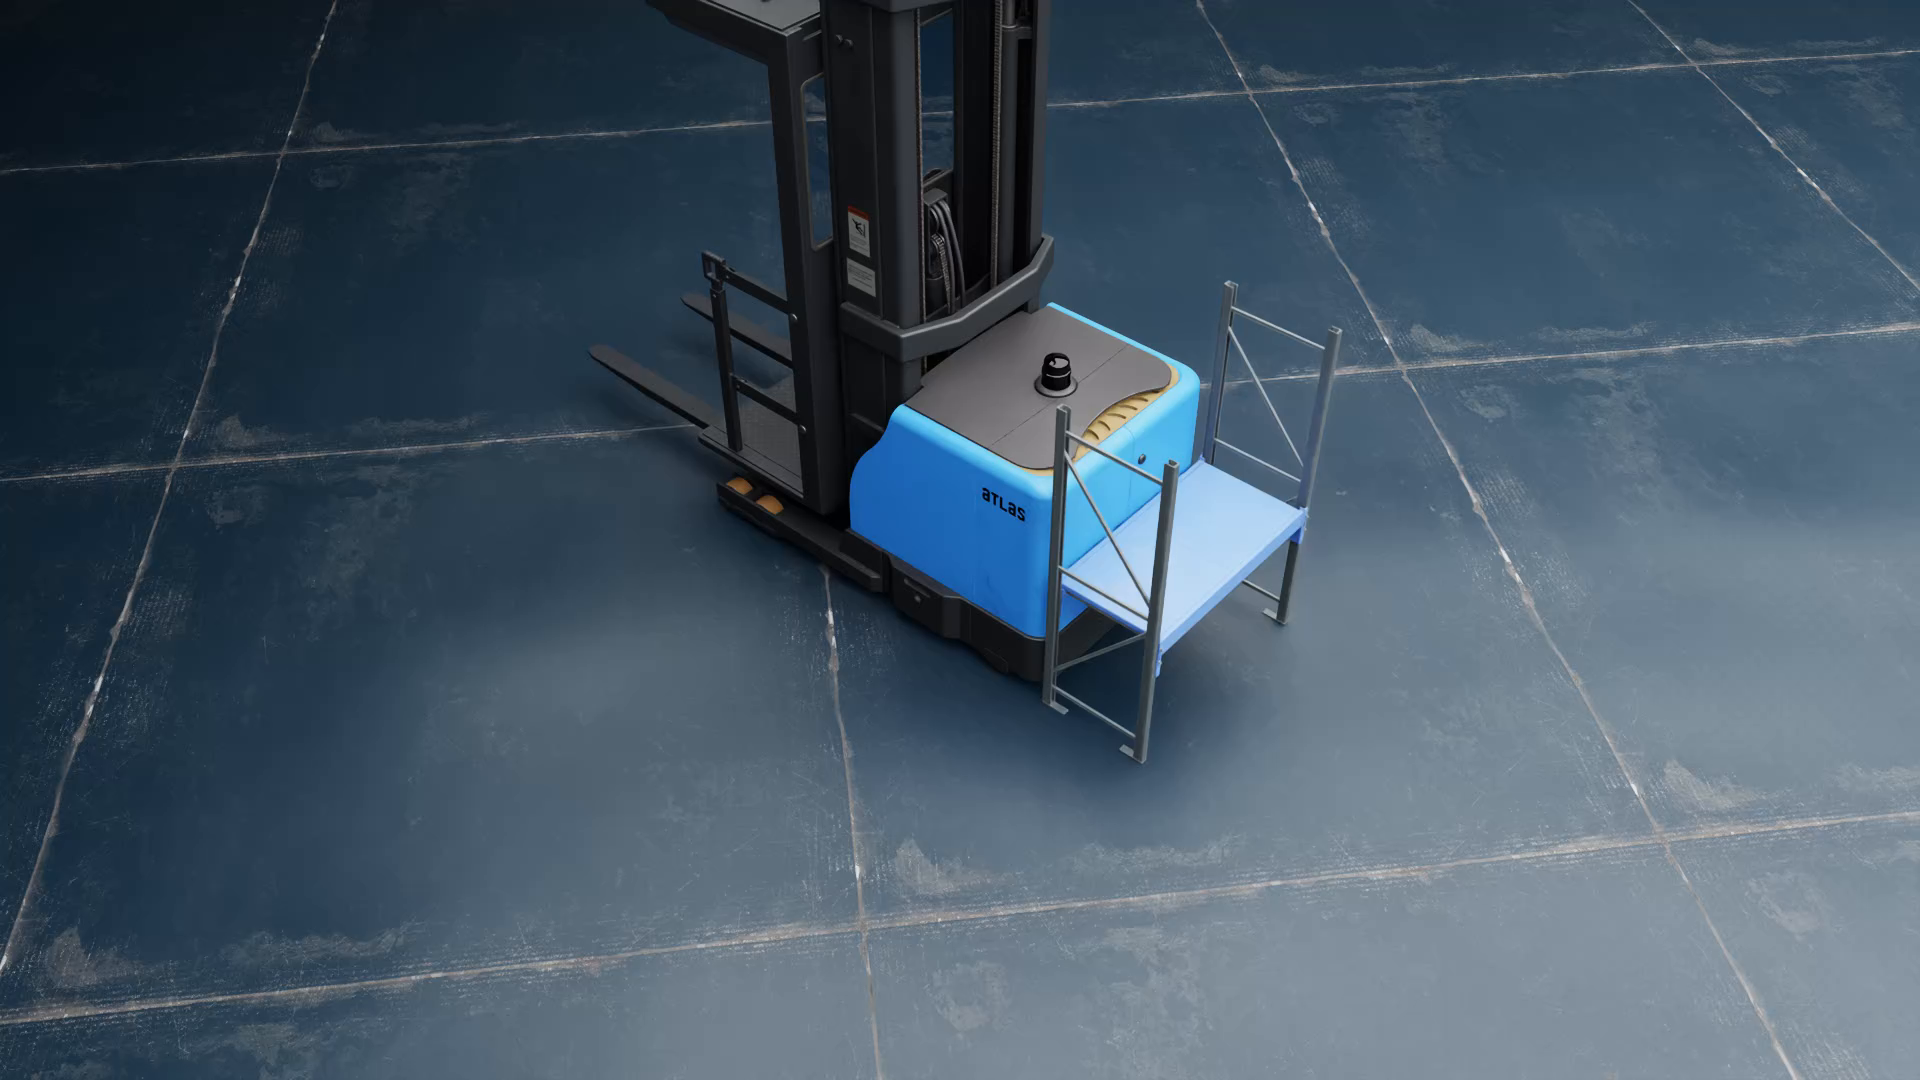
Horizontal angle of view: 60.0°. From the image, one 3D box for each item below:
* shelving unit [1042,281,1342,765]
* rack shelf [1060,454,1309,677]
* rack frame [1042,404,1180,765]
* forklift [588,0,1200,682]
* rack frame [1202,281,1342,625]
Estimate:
[{"bbox_3d":[0.865,-0.055,6.406,0.538,1.500,1.048,30,50,29],"label":"shelving unit"},{"bbox_3d":[0.865,0.079,6.527,0.538,0.185,1.000,30,50,29],"label":"rack shelf"},{"bbox_3d":[0.531,0.202,6.122,0.500,1.500,0.032,30,50,29],"label":"rack frame"},{"bbox_3d":[-0.470,-1.361,6.786,3.031,2.935,1.130,30,50,29],"label":"forklift"},{"bbox_3d":[1.199,-0.312,6.691,0.500,1.500,0.032,30,50,29],"label":"rack frame"}]
